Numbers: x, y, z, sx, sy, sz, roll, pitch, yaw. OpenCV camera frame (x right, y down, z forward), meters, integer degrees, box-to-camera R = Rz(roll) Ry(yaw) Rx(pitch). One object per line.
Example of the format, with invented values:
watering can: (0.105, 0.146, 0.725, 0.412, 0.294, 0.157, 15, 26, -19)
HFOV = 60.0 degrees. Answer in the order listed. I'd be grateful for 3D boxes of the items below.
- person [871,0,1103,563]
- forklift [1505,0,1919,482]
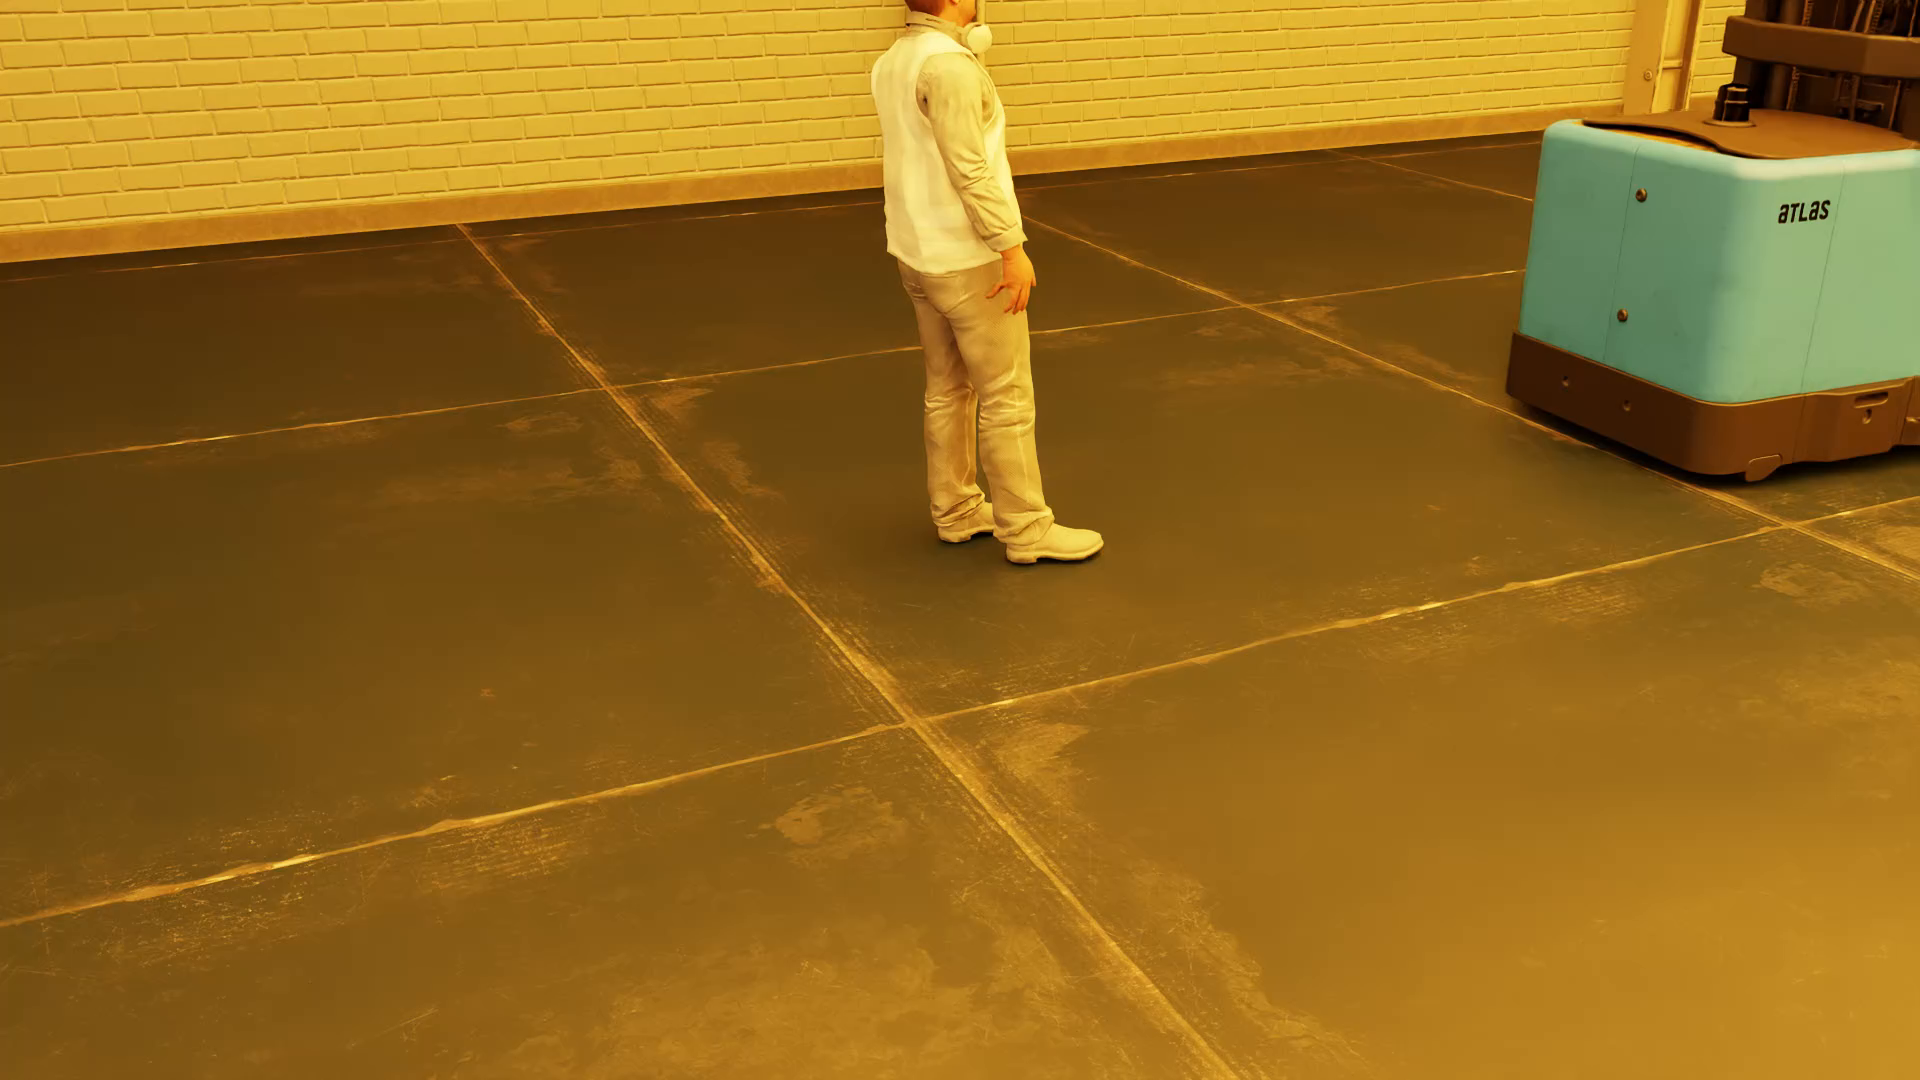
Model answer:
person: (0.060, -0.834, 4.782, 0.566, 1.775, 0.634, -10, 25, -23)
forklift: (3.619, -1.892, 5.841, 3.031, 2.935, 1.130, -9, 24, -20)
